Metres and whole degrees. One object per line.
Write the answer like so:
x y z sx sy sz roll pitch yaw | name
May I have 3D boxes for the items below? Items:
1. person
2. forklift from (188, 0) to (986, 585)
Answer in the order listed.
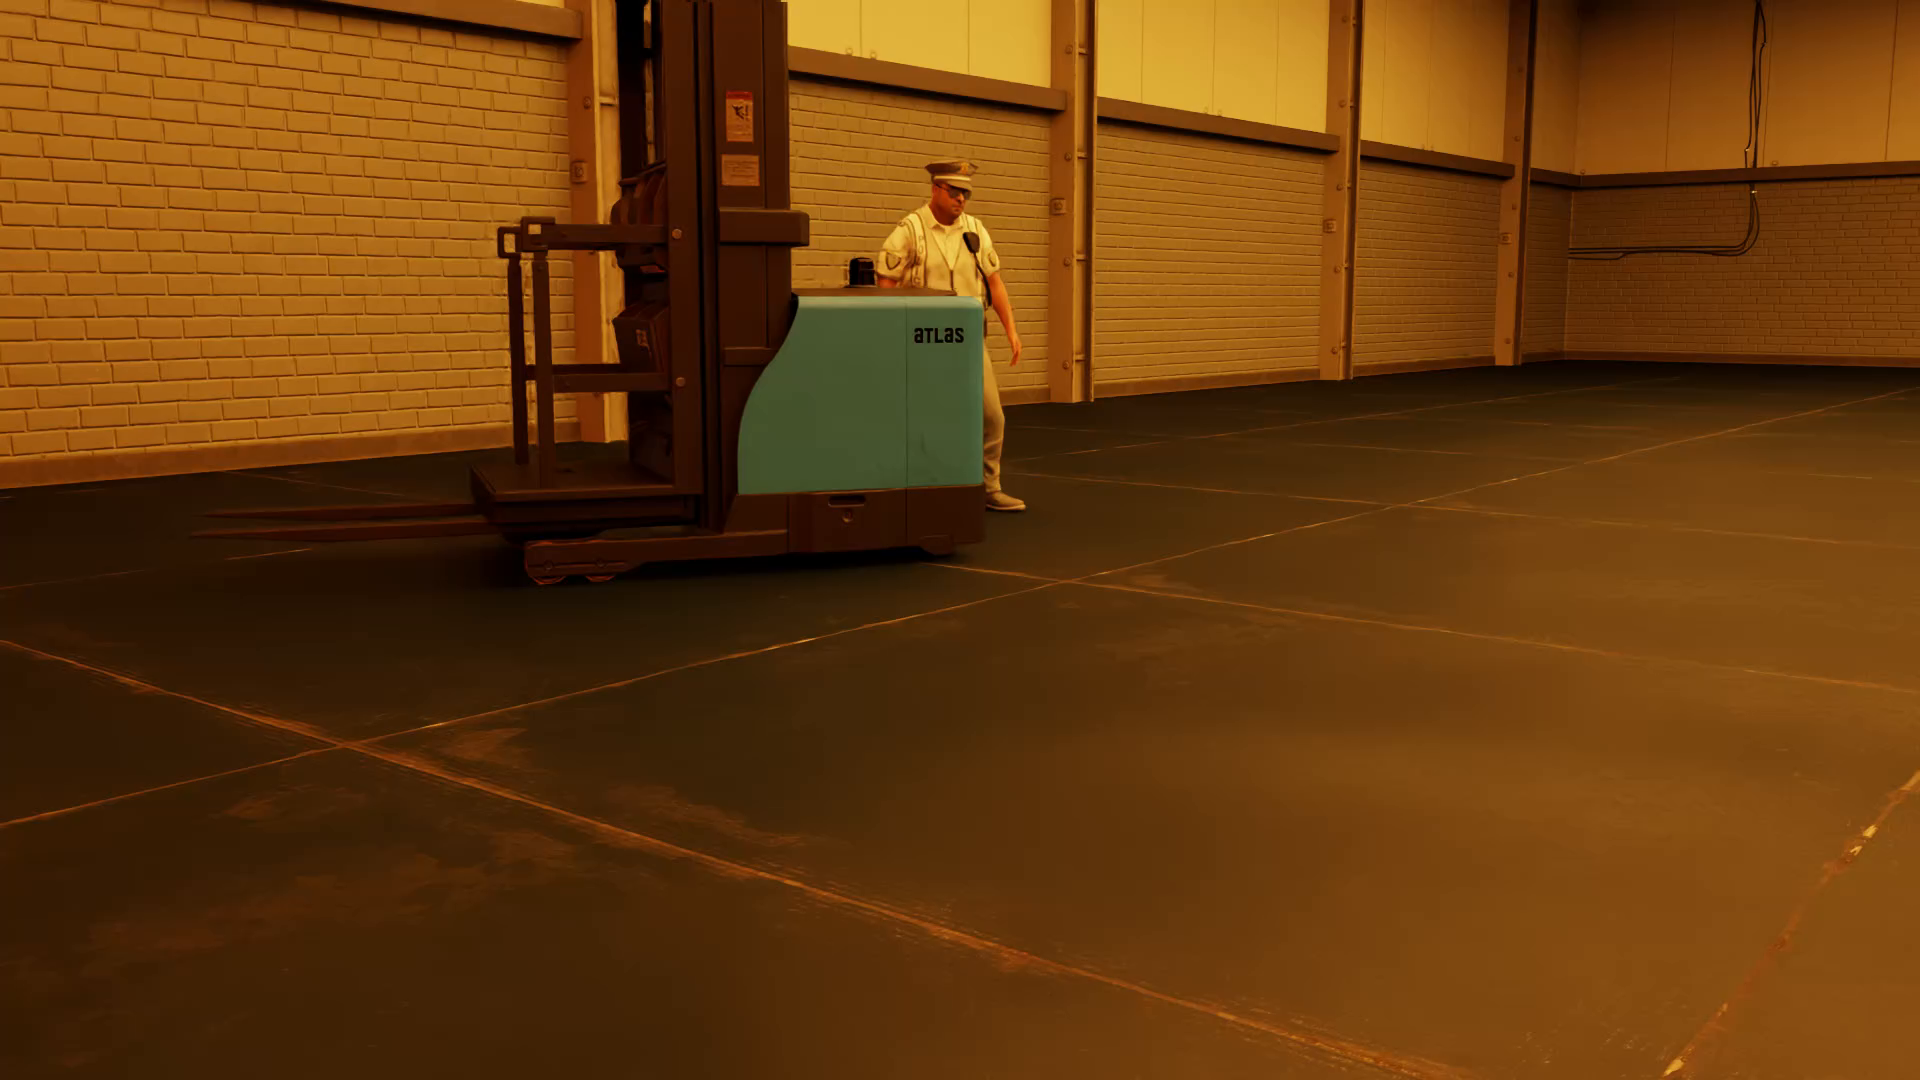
-0.074 -0.990 8.210 0.775 1.719 0.412 -3 9 -23 | person
-1.464 -1.366 6.616 3.031 2.935 1.130 -3 9 -20 | forklift
